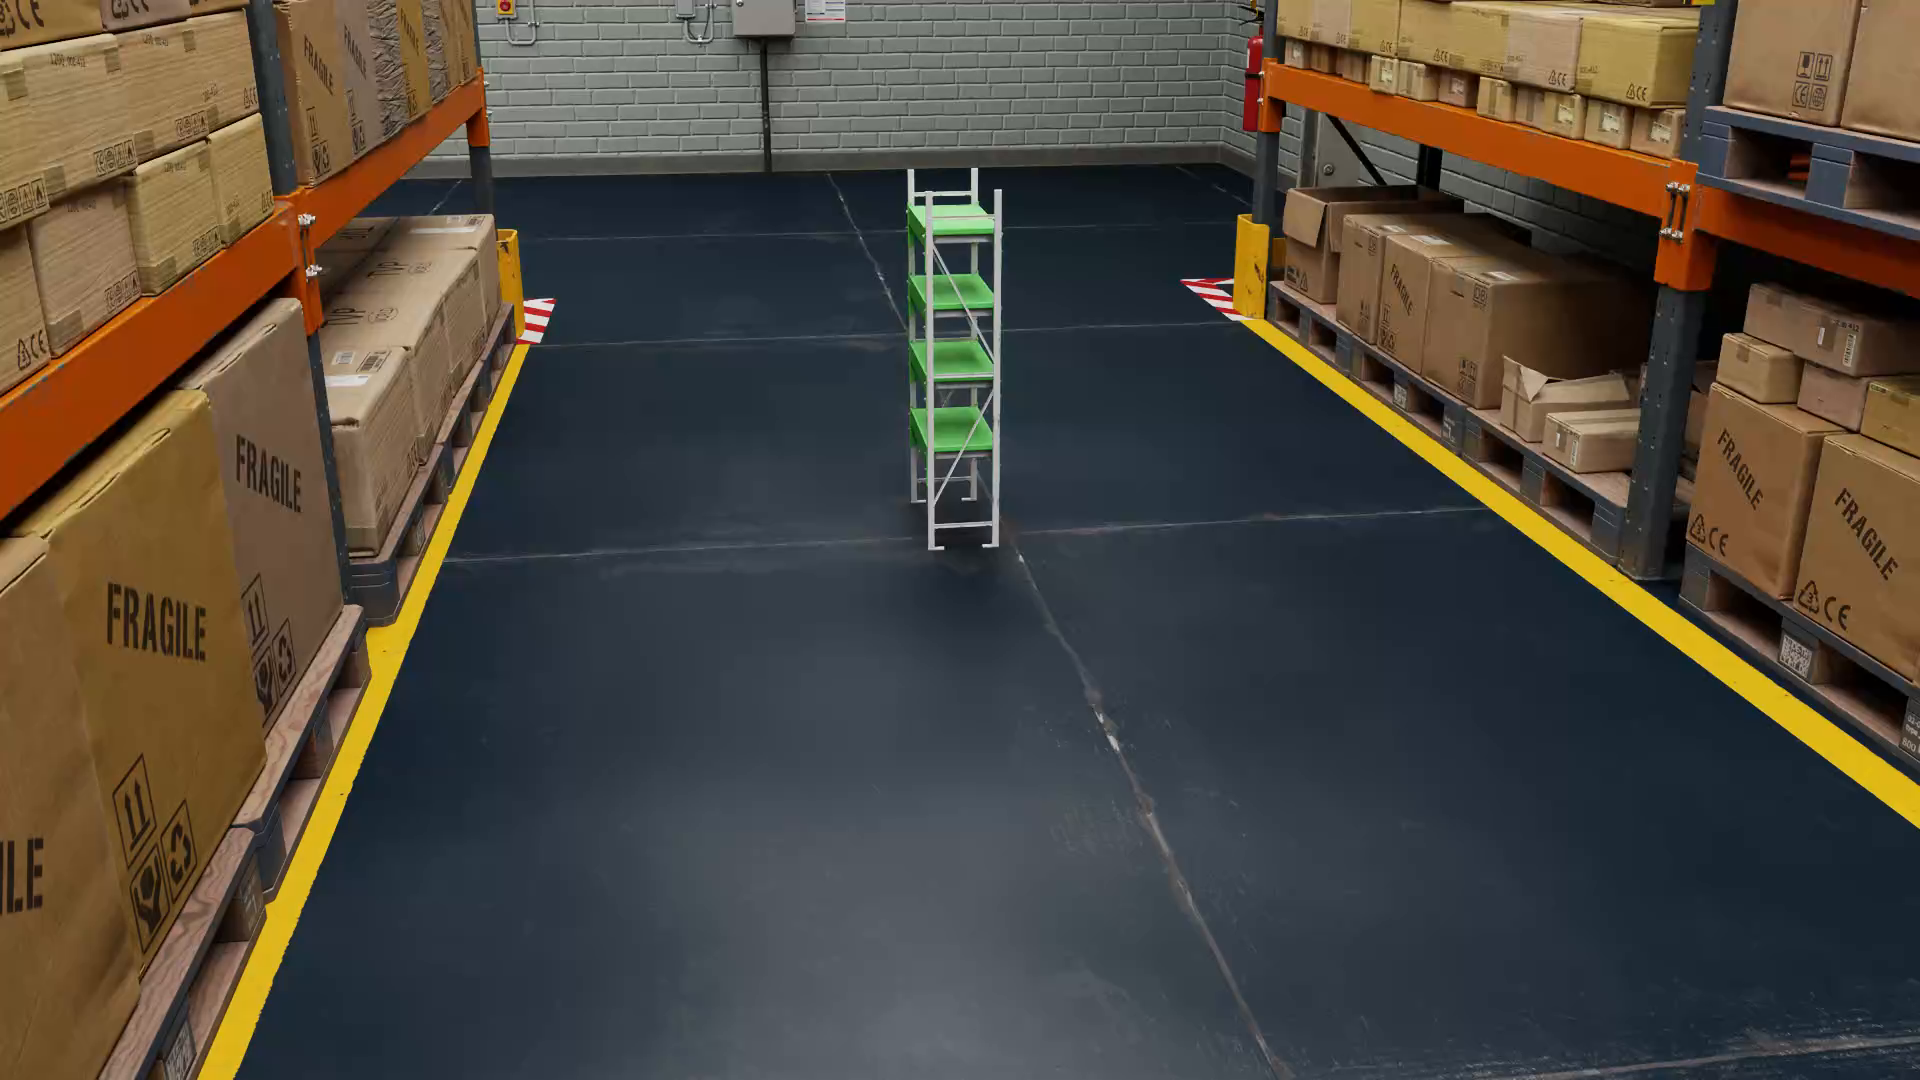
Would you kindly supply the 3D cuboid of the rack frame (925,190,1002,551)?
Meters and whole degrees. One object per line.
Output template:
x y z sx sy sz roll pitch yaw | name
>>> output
0.011 -0.535 5.433 0.240 1.200 0.015 -3 21 -8 | rack frame

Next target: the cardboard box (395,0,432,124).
-2.272 -1.807 6.124 0.500 0.500 0.500 -2 21 -6 | cardboard box

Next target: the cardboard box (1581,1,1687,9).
2.700 -1.917 6.351 0.500 0.250 0.500 -2 21 -7 | cardboard box

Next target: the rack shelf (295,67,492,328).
-2.543 -1.415 6.244 1.077 0.370 4.000 -3 21 -8 | rack shelf

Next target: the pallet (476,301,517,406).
-2.639 -0.865 7.730 1.003 0.211 1.213 -3 21 -8 | pallet

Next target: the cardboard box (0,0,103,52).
-1.807 -1.077 2.741 0.500 0.500 0.500 -2 21 -6 | cardboard box

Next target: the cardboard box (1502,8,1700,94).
2.254 -1.717 5.814 0.500 0.250 0.500 -3 21 -8 | cardboard box

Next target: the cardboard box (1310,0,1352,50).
1.951 -2.419 7.696 0.500 0.250 0.500 -3 21 -7 | cardboard box

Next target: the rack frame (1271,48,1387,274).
2.076 -2.695 8.646 0.949 2.616 0.053 -3 21 -8 | rack frame

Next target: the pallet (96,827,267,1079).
-1.890 0.934 2.914 1.003 0.211 1.213 -3 21 -8 | pallet

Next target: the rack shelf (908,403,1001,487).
-0.024 -0.335 5.766 0.258 0.148 0.480 -3 21 -8 | rack shelf

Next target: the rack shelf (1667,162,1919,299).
2.944 -0.281 3.210 1.077 0.370 4.000 -3 21 -8 | rack shelf

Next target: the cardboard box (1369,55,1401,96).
1.992 -2.002 7.148 0.380 0.149 0.250 -4 21 -9 | cardboard box

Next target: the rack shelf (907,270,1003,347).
-0.024 -0.784 5.598 0.258 0.148 0.480 -3 21 -8 | rack shelf

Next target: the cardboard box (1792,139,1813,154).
2.878 -1.323 5.331 0.380 0.149 0.250 -3 21 -8 | cardboard box

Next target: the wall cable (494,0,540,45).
-3.668 -4.886 13.013 0.585 1.953 0.123 -3 21 -8 | wall cable

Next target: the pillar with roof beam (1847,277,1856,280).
-0.812 -4.190 4.075 9.100 9.000 0.400 -3 21 -8 | pillar with roof beam

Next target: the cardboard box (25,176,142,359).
-1.815 -0.494 2.966 0.500 0.250 0.500 -3 21 -9 | cardboard box

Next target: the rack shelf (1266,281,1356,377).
-11.733 0.255 1.034 30.696 2.800 11.642 -3 21 -8 | rack shelf

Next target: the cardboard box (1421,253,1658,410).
2.308 -0.847 6.670 0.700 0.500 0.500 -4 21 -10 | cardboard box

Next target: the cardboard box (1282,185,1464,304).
2.074 -1.506 8.430 0.797 0.503 0.637 -4 21 -10 | cardboard box

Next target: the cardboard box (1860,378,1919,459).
2.609 -0.322 4.338 0.380 0.149 0.250 -4 21 -11 | cardboard box

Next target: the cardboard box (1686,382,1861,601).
2.503 -0.158 4.823 0.500 0.500 0.500 -2 21 -5 | cardboard box

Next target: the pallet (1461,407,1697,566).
2.558 -0.242 6.063 1.003 0.211 1.213 -3 21 -8 | pallet

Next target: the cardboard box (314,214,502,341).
-2.638 -1.217 7.749 0.875 0.438 0.875 -4 21 -10 | cardboard box

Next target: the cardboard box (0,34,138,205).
-1.791 -0.731 2.886 0.500 0.250 0.500 -2 21 -6 | cardboard box

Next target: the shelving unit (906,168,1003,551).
-0.024 -0.619 5.660 0.258 1.200 0.503 -3 21 -8 | shelving unit

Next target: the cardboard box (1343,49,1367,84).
1.986 -2.185 7.638 0.380 0.149 0.250 -2 21 -6 | cardboard box

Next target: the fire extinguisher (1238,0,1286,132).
1.601 -2.512 8.799 0.296 0.674 0.183 -3 21 -8 | fire extinguisher

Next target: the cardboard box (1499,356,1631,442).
2.234 -0.528 6.151 0.396 0.266 0.258 -2 21 -6 | cardboard box

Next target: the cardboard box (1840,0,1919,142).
2.579 -1.196 3.889 0.700 0.500 0.500 -3 21 -7 | cardboard box

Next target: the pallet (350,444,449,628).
-2.287 -0.020 5.468 1.003 0.211 1.213 -3 21 -8 | pallet

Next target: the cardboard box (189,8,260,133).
-1.951 -1.083 3.828 0.500 0.250 0.500 -3 21 -8 | cardboard box

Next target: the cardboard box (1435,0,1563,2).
2.095 -2.426 6.642 0.500 0.500 0.500 -2 21 -6 | cardboard box

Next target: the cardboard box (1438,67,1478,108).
2.155 -1.826 6.677 0.380 0.149 0.250 -3 21 -8 | cardboard box

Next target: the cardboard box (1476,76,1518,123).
2.164 -1.648 6.200 0.380 0.149 0.250 -3 21 -9 | cardboard box

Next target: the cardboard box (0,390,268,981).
-1.949 0.263 3.163 0.875 0.875 0.875 -2 21 -6 | cardboard box

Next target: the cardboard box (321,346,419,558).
-2.239 -0.278 5.236 0.875 0.438 0.875 -3 21 -9 | cardboard box

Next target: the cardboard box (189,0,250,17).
-1.942 -1.432 3.692 0.500 0.500 0.500 -2 21 -6 | cardboard box

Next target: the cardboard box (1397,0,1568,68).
2.122 -2.068 6.756 0.500 0.250 0.500 -3 21 -9 | cardboard box

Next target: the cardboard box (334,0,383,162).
-2.132 -1.456 5.185 0.500 0.500 0.500 -3 21 -7 | cardboard box
